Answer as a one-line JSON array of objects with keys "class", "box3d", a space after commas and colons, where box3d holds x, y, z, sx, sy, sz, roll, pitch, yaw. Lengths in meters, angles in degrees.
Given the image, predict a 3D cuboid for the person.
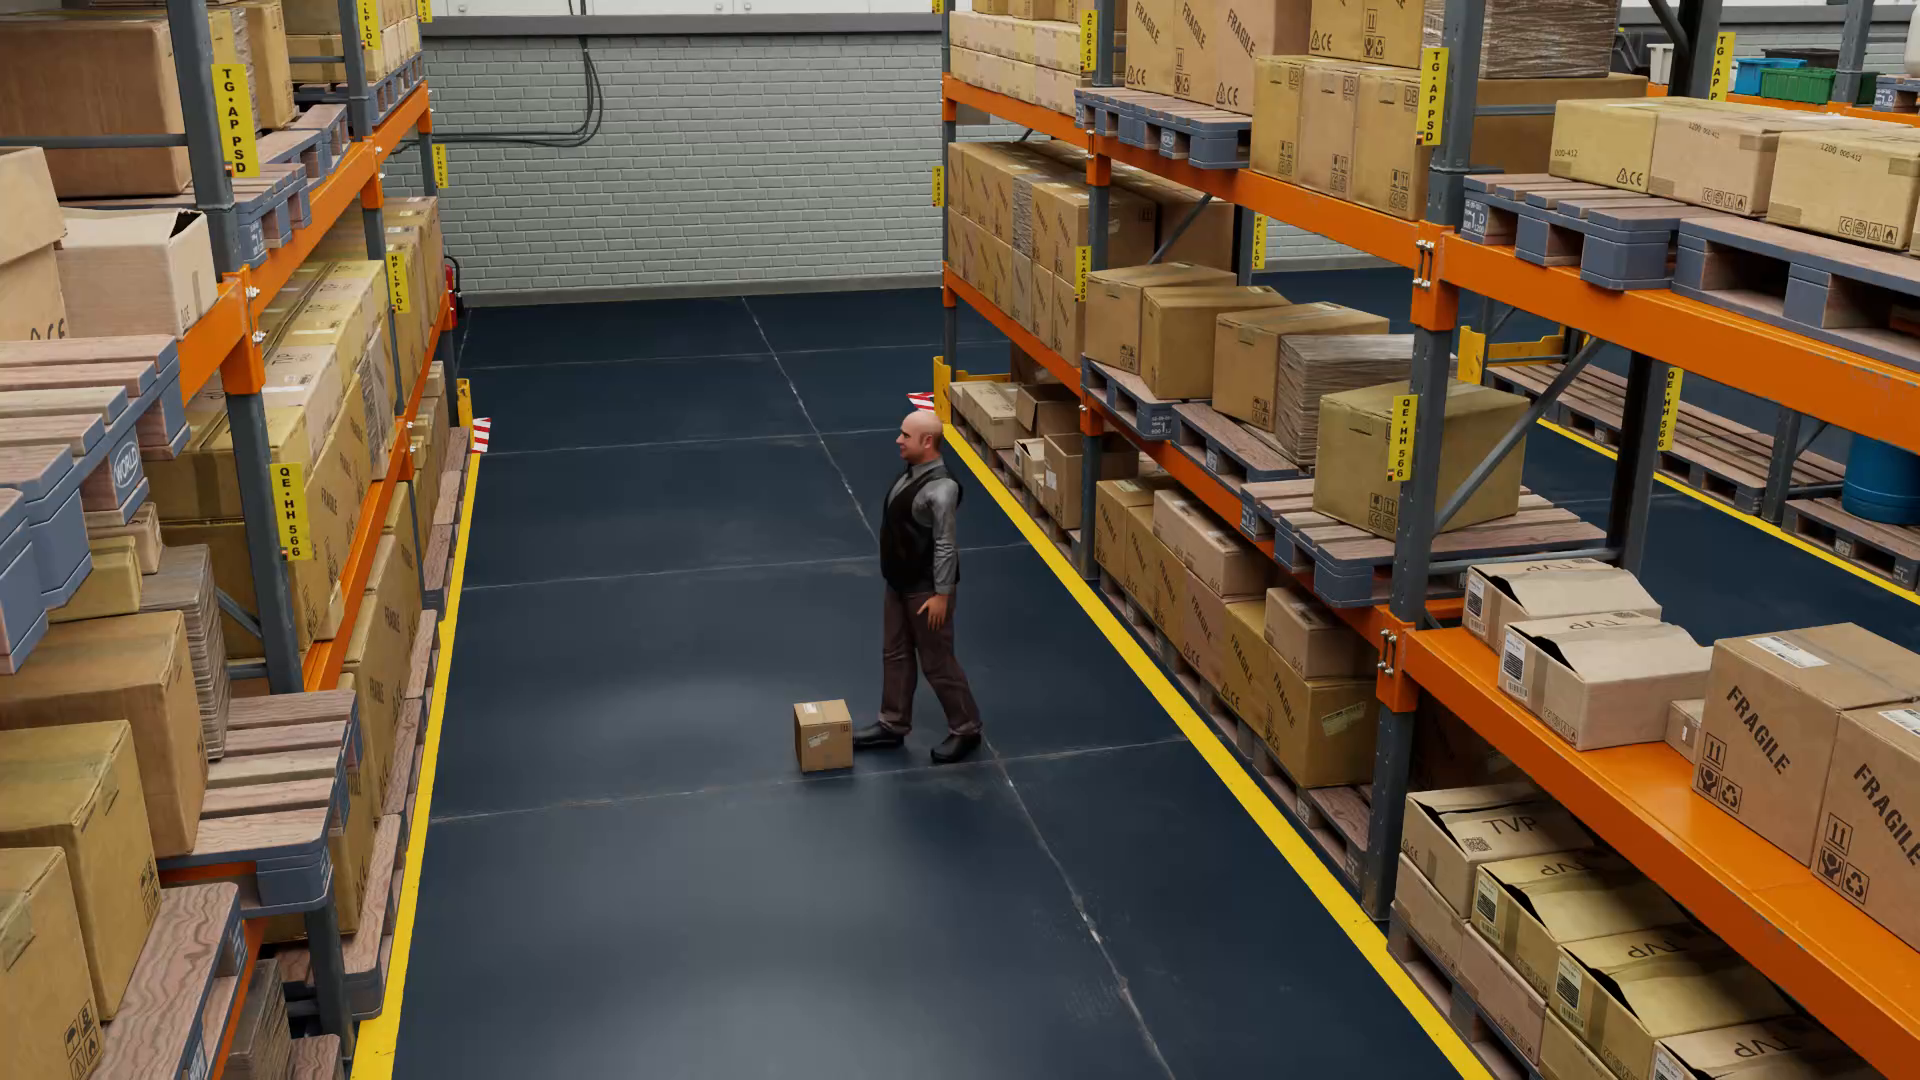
[{"class": "person", "box3d": [-0.229, 0.220, 7.967, 0.647, 1.725, 0.556, -6, 20, -17]}]
